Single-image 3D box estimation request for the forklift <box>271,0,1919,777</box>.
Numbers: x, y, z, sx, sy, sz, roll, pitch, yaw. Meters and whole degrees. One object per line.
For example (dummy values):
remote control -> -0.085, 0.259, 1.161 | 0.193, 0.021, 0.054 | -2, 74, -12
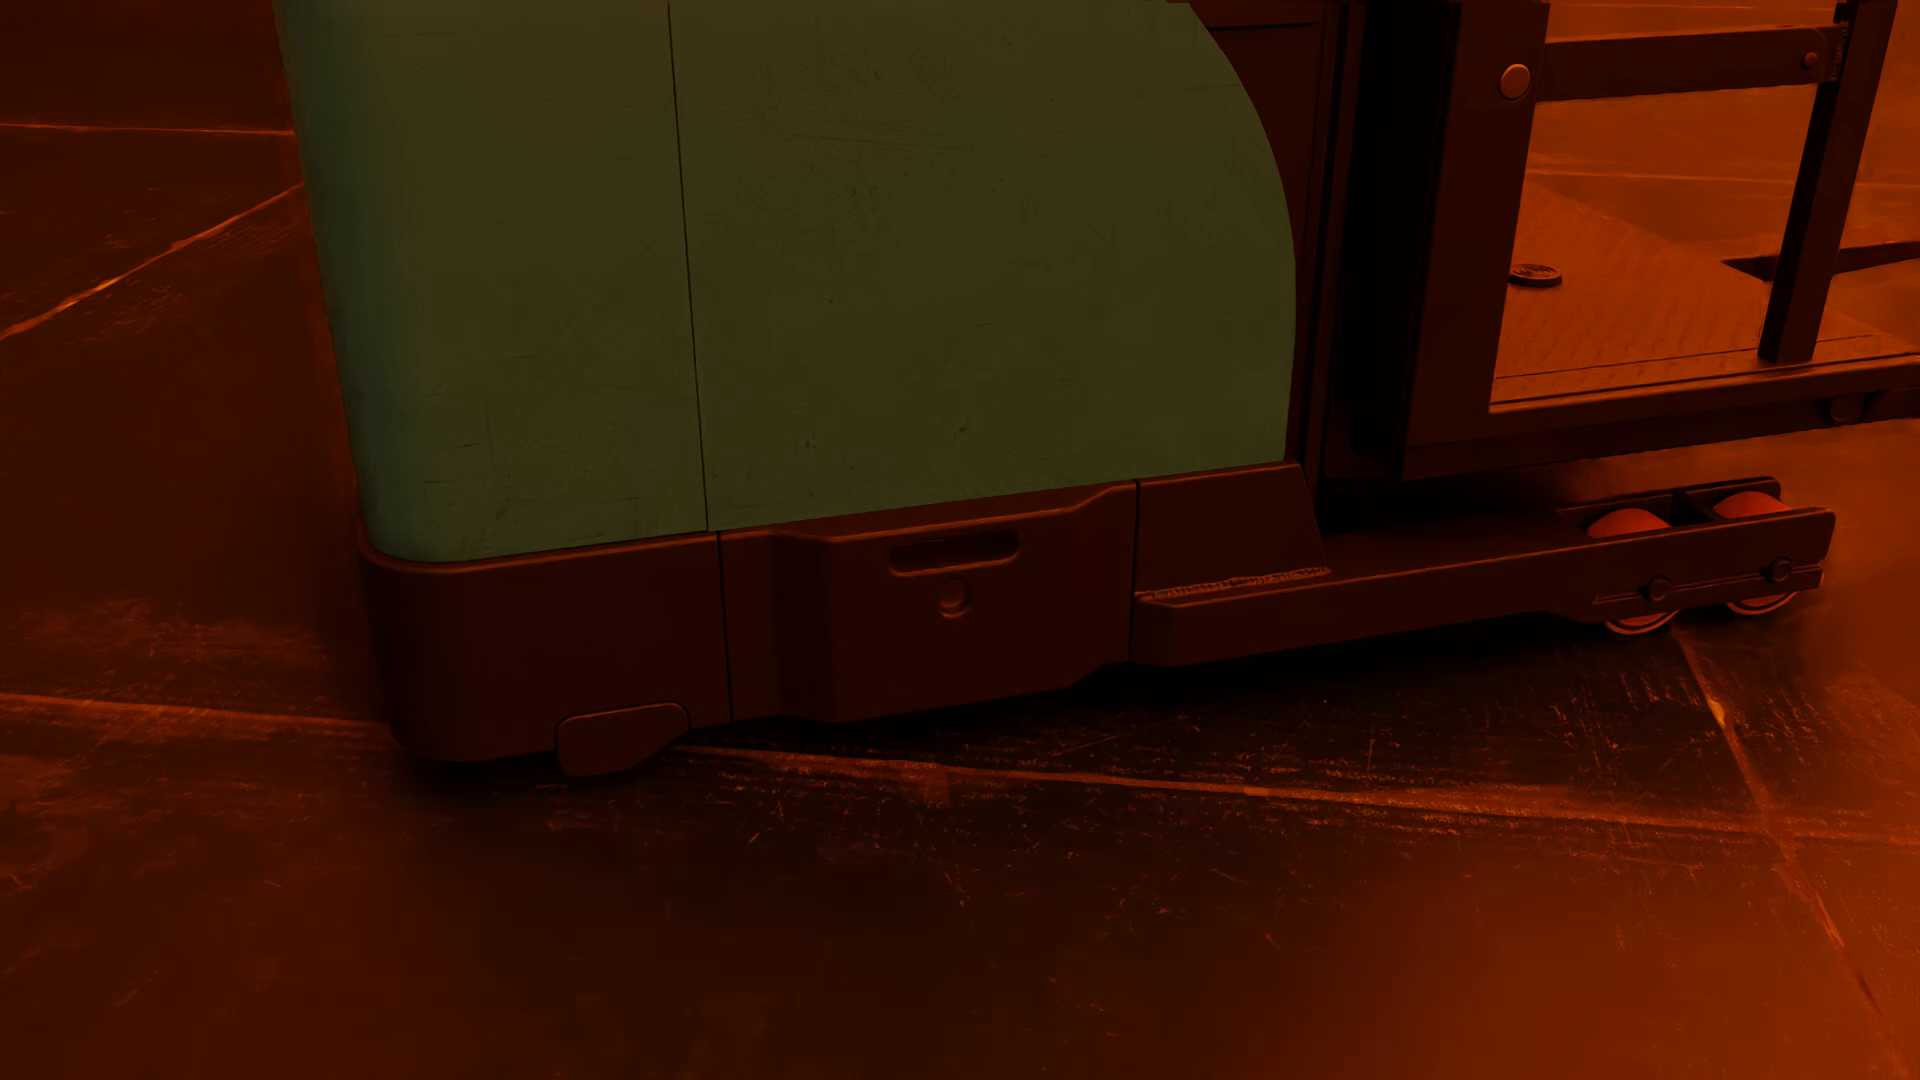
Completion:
forklift -> 0.680, -1.403, 2.029 | 3.031, 2.935, 1.130 | -7, 27, -15
